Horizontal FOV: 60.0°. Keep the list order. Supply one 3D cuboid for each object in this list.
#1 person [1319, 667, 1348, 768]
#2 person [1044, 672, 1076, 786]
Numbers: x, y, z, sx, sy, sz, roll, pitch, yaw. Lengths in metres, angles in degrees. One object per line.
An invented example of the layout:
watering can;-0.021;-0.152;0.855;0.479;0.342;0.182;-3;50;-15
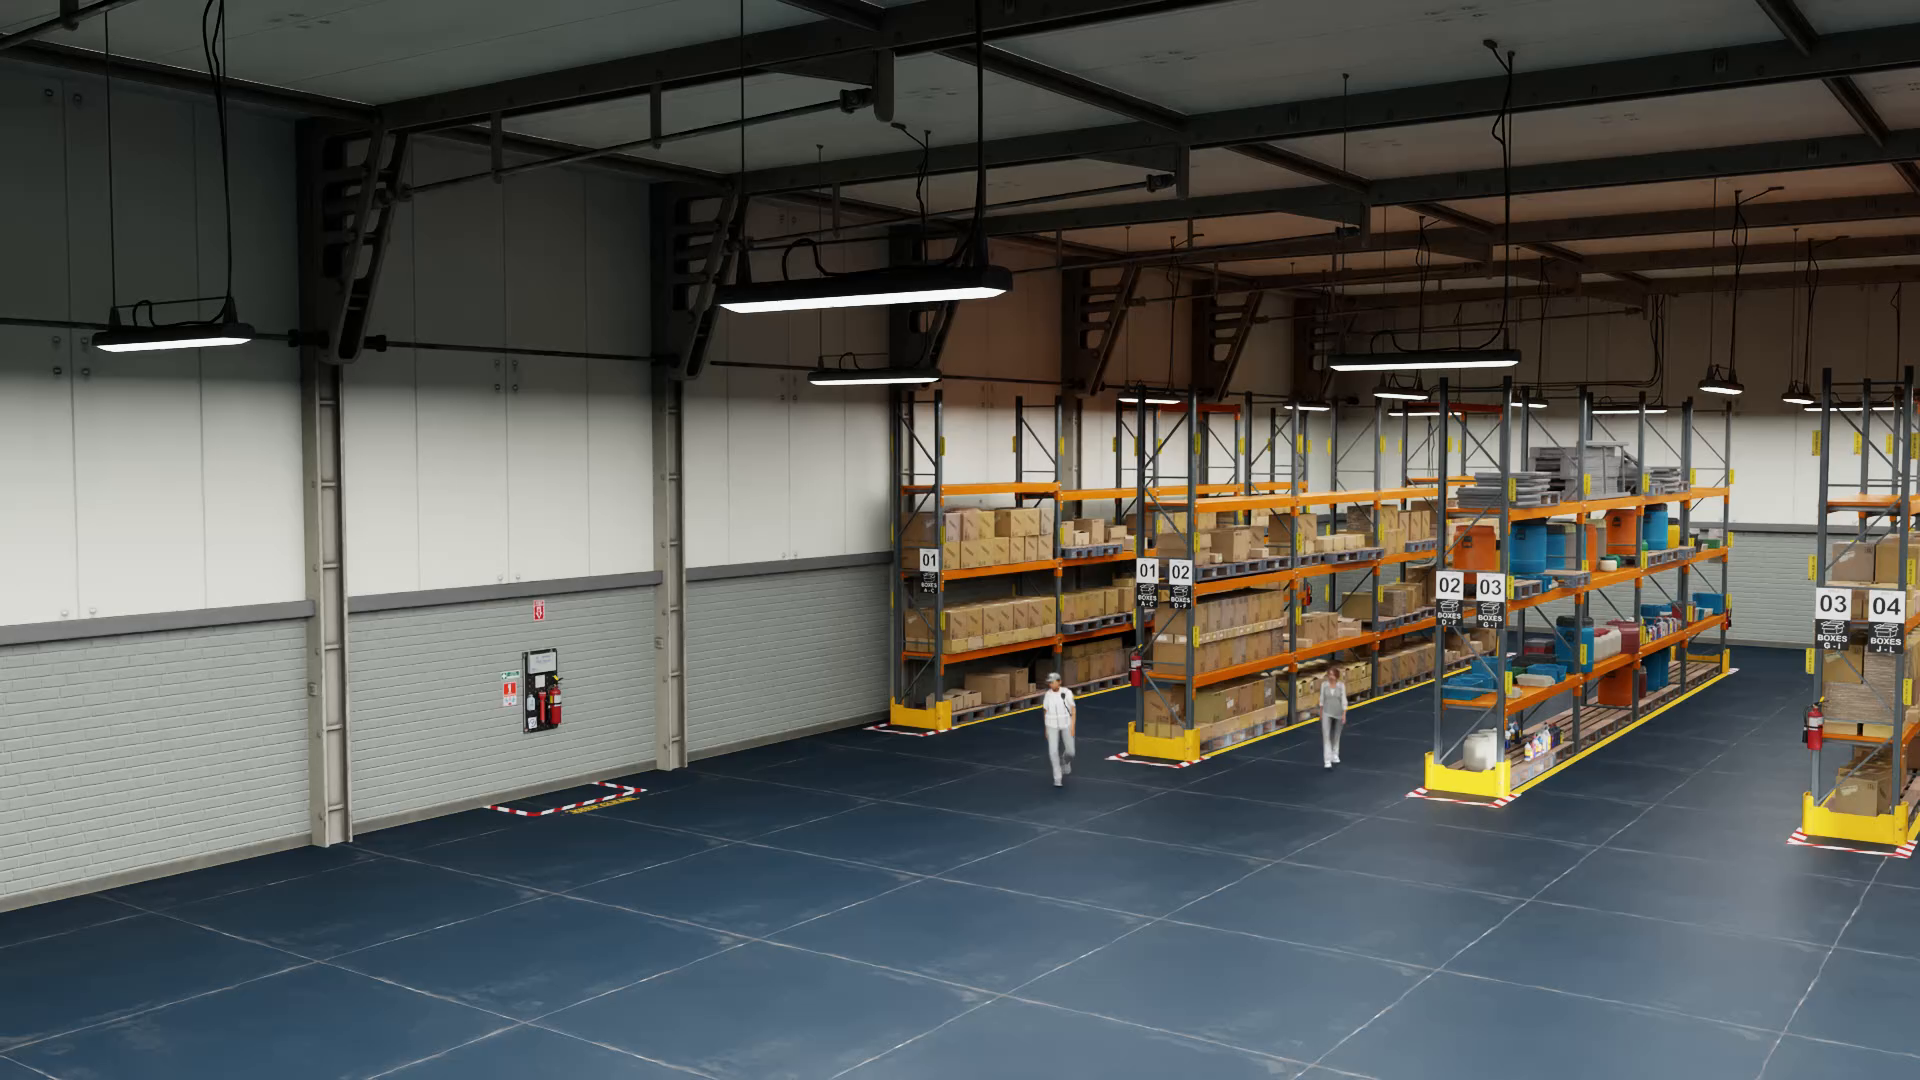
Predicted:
person;5.819;2.745;25.924;0.432;1.541;0.896;1;3;11
person;1.477;2.790;24.673;0.495;1.632;0.674;1;3;11
